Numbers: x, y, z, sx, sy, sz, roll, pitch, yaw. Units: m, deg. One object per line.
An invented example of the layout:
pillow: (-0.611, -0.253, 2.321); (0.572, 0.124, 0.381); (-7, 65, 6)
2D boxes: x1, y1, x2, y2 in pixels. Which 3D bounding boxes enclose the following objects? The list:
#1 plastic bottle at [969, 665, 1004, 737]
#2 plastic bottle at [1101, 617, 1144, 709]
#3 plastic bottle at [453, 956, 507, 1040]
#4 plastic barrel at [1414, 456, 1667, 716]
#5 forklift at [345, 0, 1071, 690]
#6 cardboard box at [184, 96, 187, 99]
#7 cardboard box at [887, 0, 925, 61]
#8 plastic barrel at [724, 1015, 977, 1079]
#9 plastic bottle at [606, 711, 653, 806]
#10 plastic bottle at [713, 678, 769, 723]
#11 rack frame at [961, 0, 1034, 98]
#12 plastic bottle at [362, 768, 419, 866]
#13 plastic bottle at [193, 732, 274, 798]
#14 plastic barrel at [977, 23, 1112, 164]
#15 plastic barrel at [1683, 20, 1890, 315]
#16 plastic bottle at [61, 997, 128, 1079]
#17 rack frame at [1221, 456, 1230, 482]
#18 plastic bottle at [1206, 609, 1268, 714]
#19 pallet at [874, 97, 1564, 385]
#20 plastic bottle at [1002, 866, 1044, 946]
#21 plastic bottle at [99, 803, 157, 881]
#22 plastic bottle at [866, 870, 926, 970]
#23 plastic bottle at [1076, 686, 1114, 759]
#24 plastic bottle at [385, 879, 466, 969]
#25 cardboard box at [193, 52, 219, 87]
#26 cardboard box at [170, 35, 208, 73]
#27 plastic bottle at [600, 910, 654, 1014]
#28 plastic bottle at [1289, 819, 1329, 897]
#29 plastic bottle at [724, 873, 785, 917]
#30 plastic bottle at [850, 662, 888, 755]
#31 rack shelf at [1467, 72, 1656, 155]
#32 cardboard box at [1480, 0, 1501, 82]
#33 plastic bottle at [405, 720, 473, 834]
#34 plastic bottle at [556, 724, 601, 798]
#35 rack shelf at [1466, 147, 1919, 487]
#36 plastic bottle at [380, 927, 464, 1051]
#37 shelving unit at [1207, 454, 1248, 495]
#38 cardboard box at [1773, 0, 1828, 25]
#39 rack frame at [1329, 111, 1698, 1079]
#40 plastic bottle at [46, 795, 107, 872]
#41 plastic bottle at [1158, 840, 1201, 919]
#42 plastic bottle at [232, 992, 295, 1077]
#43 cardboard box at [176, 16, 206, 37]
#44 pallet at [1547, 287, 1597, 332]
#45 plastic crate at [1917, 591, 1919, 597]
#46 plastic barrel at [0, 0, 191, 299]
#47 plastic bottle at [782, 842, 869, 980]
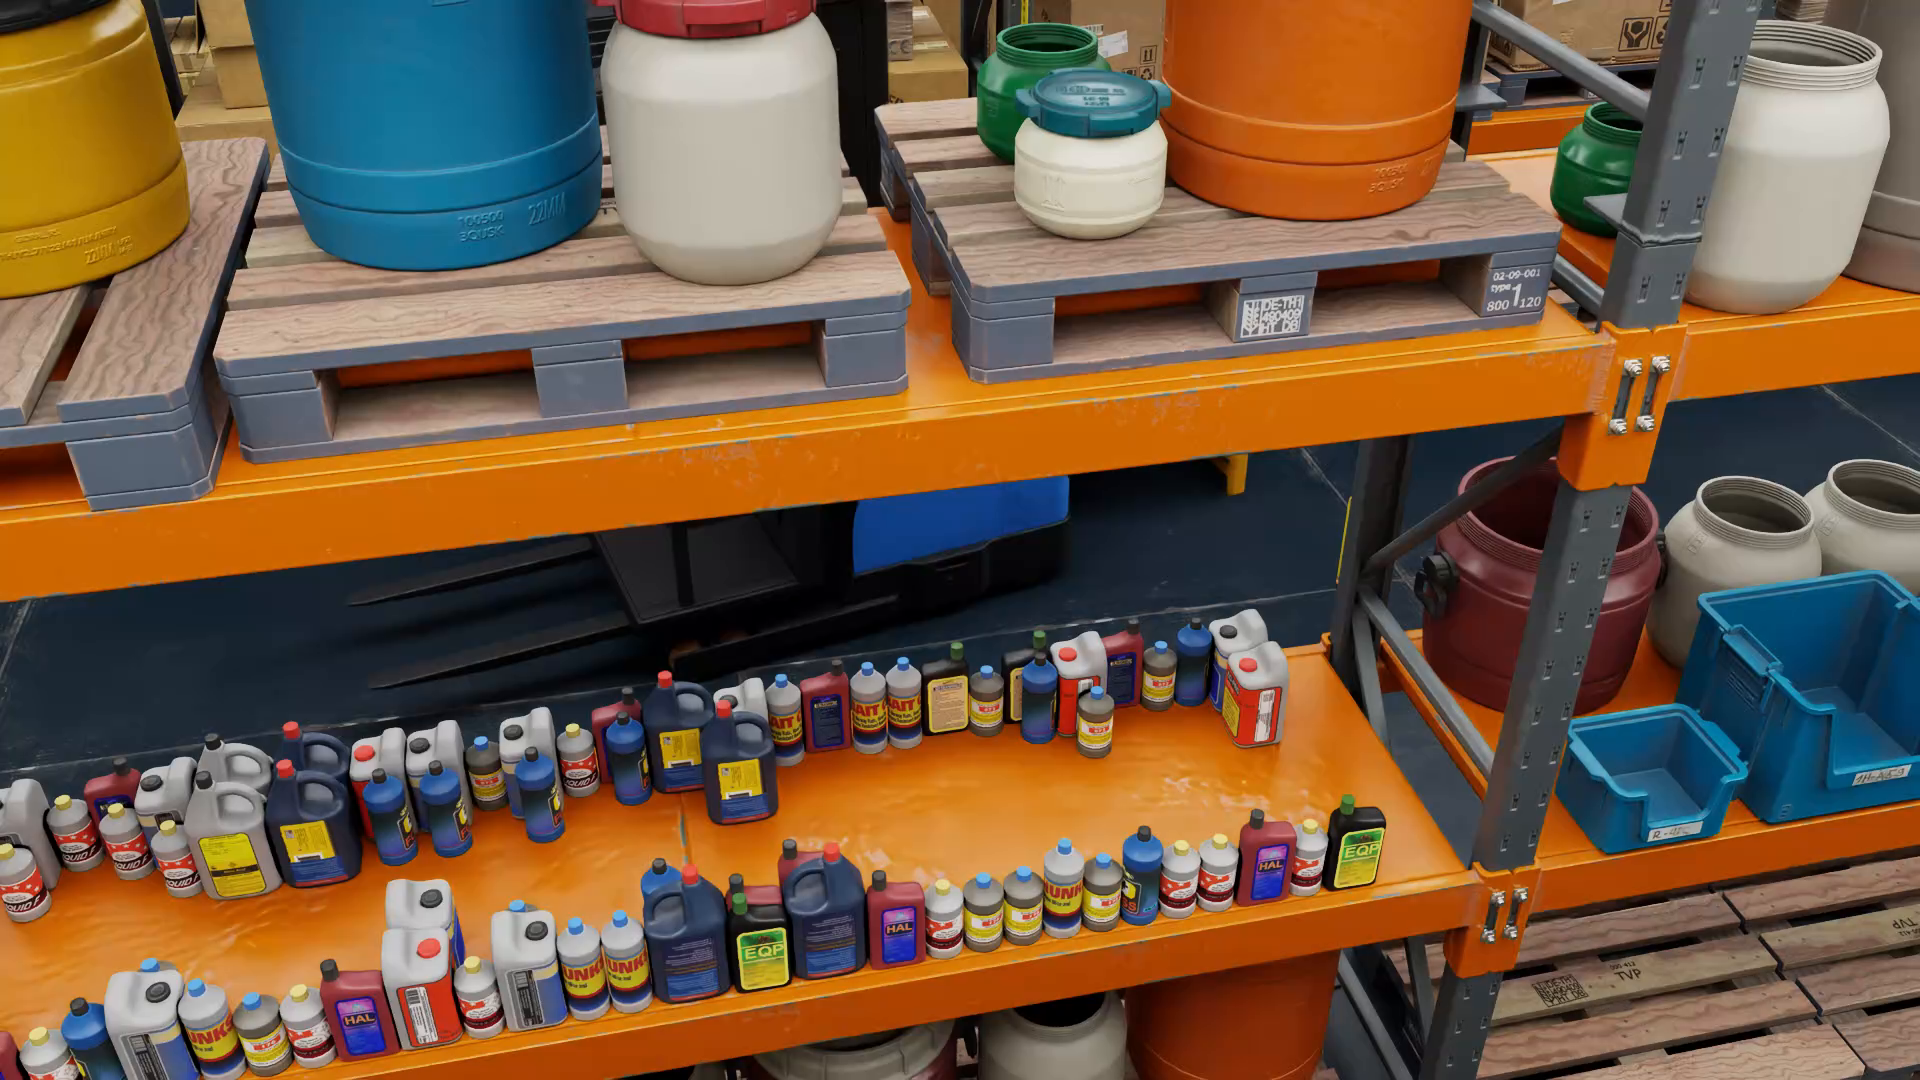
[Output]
plastic bottle: (0.073, 0.436, 4.587); (0.097, 0.201, 0.097); (0, 34, 0)
plastic bottle: (0.443, 0.345, 4.649); (0.133, 0.283, 0.061); (-7, 35, -11)
plastic bottle: (-1.077, 1.014, 3.725); (0.097, 0.201, 0.097); (0, 34, 0)
plastic barrel: (1.652, 0.125, 4.750); (0.708, 0.536, 0.600); (-7, 35, -11)
forklift: (-1.068, -0.970, 6.566); (3.031, 2.935, 1.130); (-14, 36, -20)
cardboard box: (-5.546, -3.208, 12.021); (0.250, 0.149, 0.380); (-8, 35, -12)
cardboard box: (-0.543, -2.666, 8.040); (0.637, 0.503, 0.797); (-6, 34, -9)
plastic barrel: (-0.308, 1.438, 4.702); (0.708, 0.588, 0.600); (-7, 35, -11)
plastic bottle: (-0.865, 0.560, 4.339); (0.097, 0.271, 0.097); (0, 34, 0)
plastic bottle: (-0.579, 0.503, 4.420); (0.135, 0.276, 0.152); (-7, 35, -11)
rack frame: (0.174, -2.289, 8.469); (0.127, 3.000, 1.000); (-7, 35, -11)
plastic bottle: (-1.428, 0.683, 4.156); (0.097, 0.271, 0.097); (0, 34, 0)
plastic bottle: (-1.810, 0.625, 4.172); (0.185, 0.351, 0.144); (-7, 35, -11)
plastic barrel: (0.183, -0.947, 3.540); (0.294, 0.245, 0.294); (0, 34, 0)
plastic barrel: (1.637, -0.760, 3.399); (0.421, 0.512, 0.421); (0, 34, 0)
plastic bottle: (-1.849, 1.083, 3.560); (0.097, 0.271, 0.097); (0, 34, 0)
rack frame: (1.251, -1.001, 7.895); (0.032, 1.500, 0.500); (-14, 36, -20)
plastic bottle: (0.773, 0.332, 4.674); (0.135, 0.276, 0.152); (-7, 35, -11)
pallet: (0.499, -0.723, 3.613); (1.213, 0.211, 1.003); (-7, 35, -11)
plastic bottle: (0.150, 0.860, 3.955); (0.097, 0.201, 0.097); (0, 34, 0)
plastic bottle: (-2.071, 0.741, 4.132); (0.097, 0.201, 0.097); (0, 34, 0)
plastic bottle: (-0.149, 0.874, 3.861); (0.133, 0.283, 0.061); (-7, 35, -11)
plastic bottle: (0.368, 0.486, 4.513); (0.097, 0.201, 0.097); (0, 34, 0)
plastic bottle: (-1.230, 0.900, 3.828); (0.135, 0.276, 0.152); (-7, 35, -11)
cardboard box: (-3.331, -2.044, 8.015); (0.500, 0.500, 0.500); (-7, 35, -10)
cardboard box: (-5.494, -3.470, 11.877); (0.250, 0.149, 0.380); (-7, 35, -11)
plastic bottle: (-0.756, 0.945, 3.766); (0.097, 0.271, 0.097); (0, 34, 0)
plastic bottle: (0.850, 0.772, 4.087); (0.097, 0.201, 0.097); (0, 34, 0)
plastic bottle: (-0.472, 0.880, 3.852); (0.133, 0.283, 0.061); (-7, 35, -11)
plastic bottle: (-0.247, 0.447, 4.507); (0.097, 0.271, 0.097); (0, 34, 0)
rack shelf: (2.125, -2.236, 9.035); (4.000, 0.370, 1.077); (-7, 35, -11)
cardboard box: (2.405, -2.734, 8.663); (0.637, 0.503, 0.797); (-4, 34, -6)
plastic bottle: (-1.342, 0.599, 4.277); (0.135, 0.276, 0.152); (-7, 35, -11)
plastic bottle: (-1.009, 0.572, 4.384); (0.097, 0.201, 0.097); (0, 34, 0)
rack shelf: (3.217, -0.789, 4.188); (4.000, 0.370, 1.077); (-7, 35, -11)
plastic bottle: (-1.196, 0.983, 3.705); (0.135, 0.276, 0.152); (-7, 35, -11)
shelving unit: (0.780, -0.881, 7.717); (1.083, 1.500, 0.587); (-14, 36, -20)
cardboard box: (4.528, -2.967, 9.123); (0.500, 0.500, 0.875); (-7, 35, -11)
rack frame: (1.267, 0.403, 4.457); (0.127, 3.000, 1.000); (-7, 35, -11)
plastic bottle: (-2.215, 0.724, 4.157); (0.097, 0.201, 0.097); (0, 34, 0)
plastic bottle: (0.530, 0.812, 4.027); (0.097, 0.201, 0.097); (0, 34, 0)
plastic bottle: (-1.528, 1.071, 3.640); (0.097, 0.201, 0.097); (0, 34, 0)
cardboard box: (-5.622, -3.753, 12.299); (0.250, 0.149, 0.380); (-8, 35, -11)
pallet: (3.316, -1.526, 9.835); (1.213, 0.211, 1.003); (-7, 35, -11)
plastic crate: (2.910, 0.344, 4.488); (0.583, 0.464, 0.402); (-7, 35, -11)
plastic barrel: (-1.789, -0.826, 3.051); (0.600, 0.588, 0.600); (0, 34, 0)
plastic bottle: (-0.313, 0.843, 3.847); (0.185, 0.351, 0.144); (-7, 35, -11)
